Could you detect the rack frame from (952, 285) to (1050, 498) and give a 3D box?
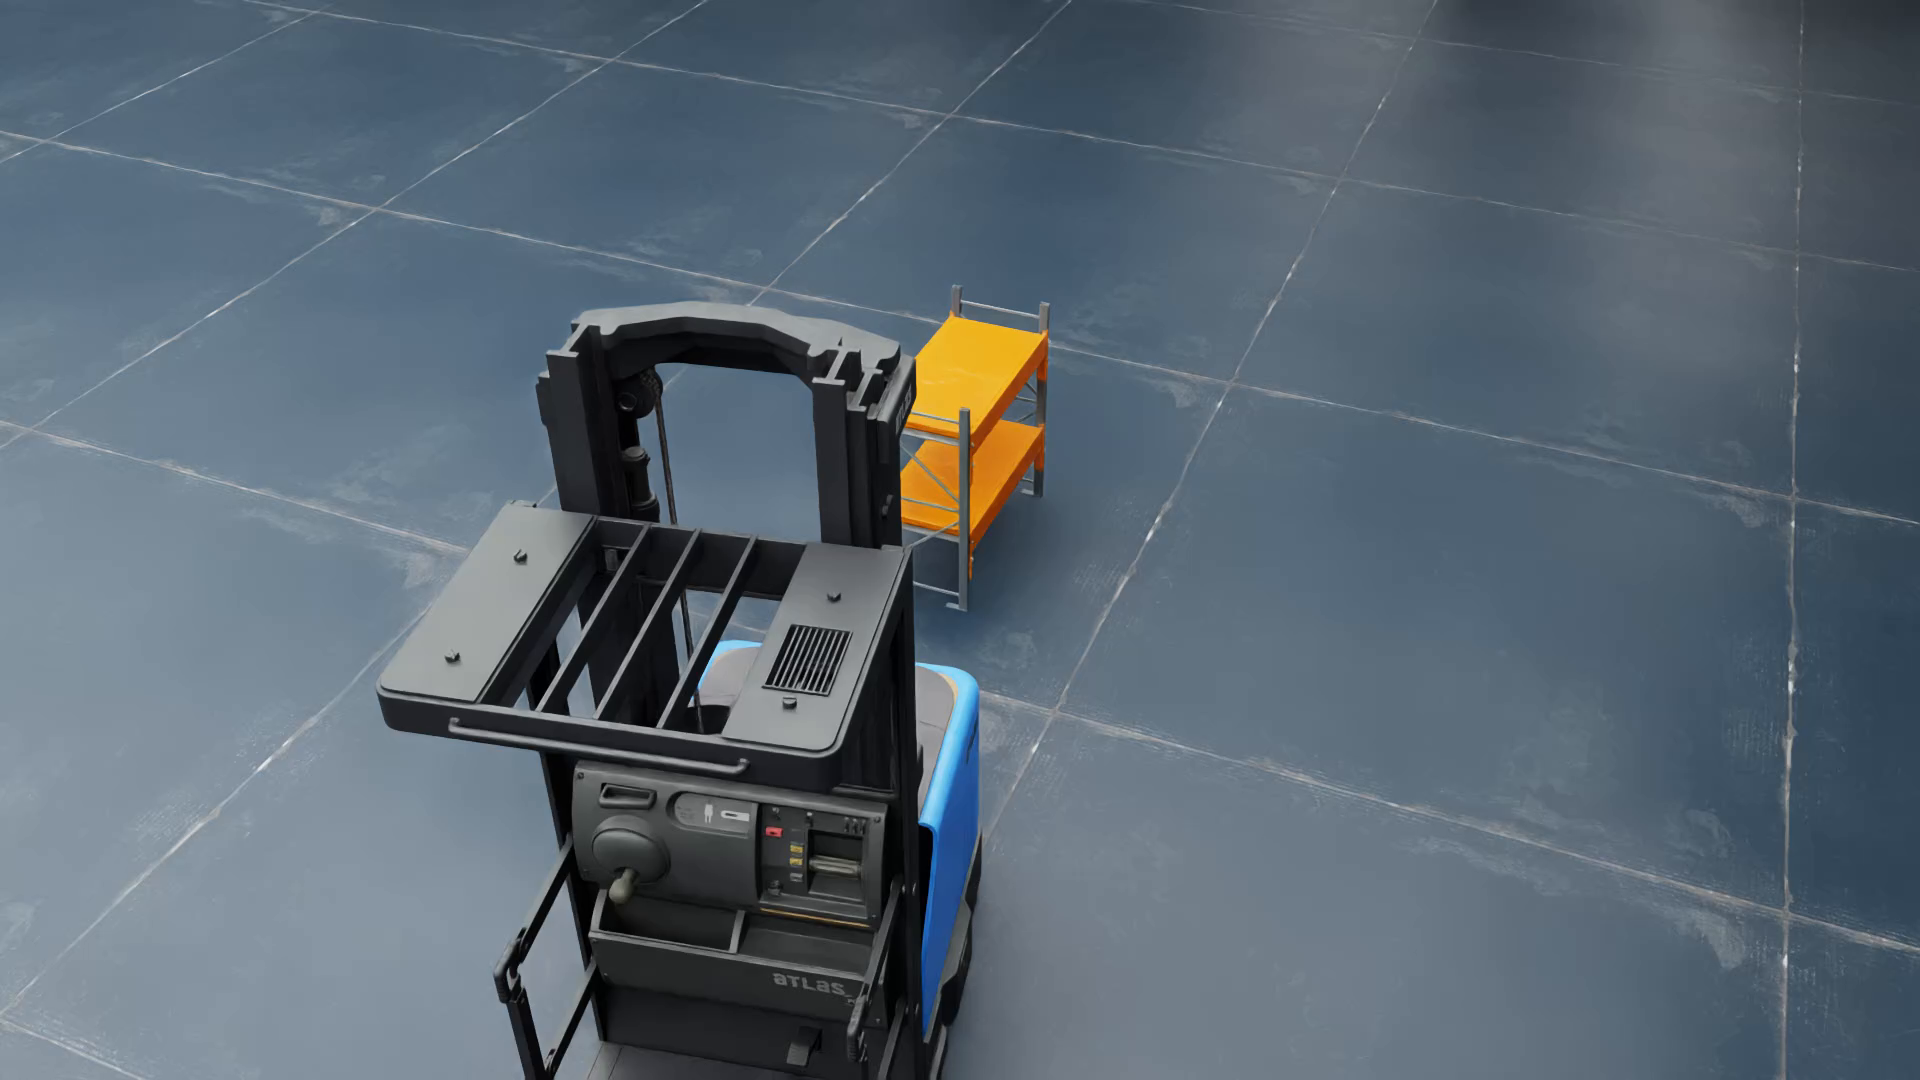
[{"bbox_3d":[0.196,-0.736,8.396,0.500,1.125,0.032,14,39,18],"label":"rack frame"}]

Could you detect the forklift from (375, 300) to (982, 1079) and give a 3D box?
[{"bbox_3d":[-0.709,0.958,4.622,1.130,2.935,3.031,7,37,9],"label":"forklift"}]

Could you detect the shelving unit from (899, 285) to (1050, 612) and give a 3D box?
[{"bbox_3d":[0.003,-0.454,8.020,0.538,1.125,1.048,14,39,18],"label":"shelving unit"}]

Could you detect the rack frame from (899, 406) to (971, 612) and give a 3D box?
[{"bbox_3d":[-0.191,-0.173,7.643,0.500,1.125,0.032,14,39,18],"label":"rack frame"}]

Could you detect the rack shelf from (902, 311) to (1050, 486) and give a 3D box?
[{"bbox_3d":[0.003,-0.689,7.845,0.538,0.278,1.000,14,39,18],"label":"rack shelf"}]

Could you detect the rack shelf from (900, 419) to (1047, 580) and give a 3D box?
[{"bbox_3d":[0.003,-0.258,8.166,0.538,0.278,1.000,14,39,18],"label":"rack shelf"}]
